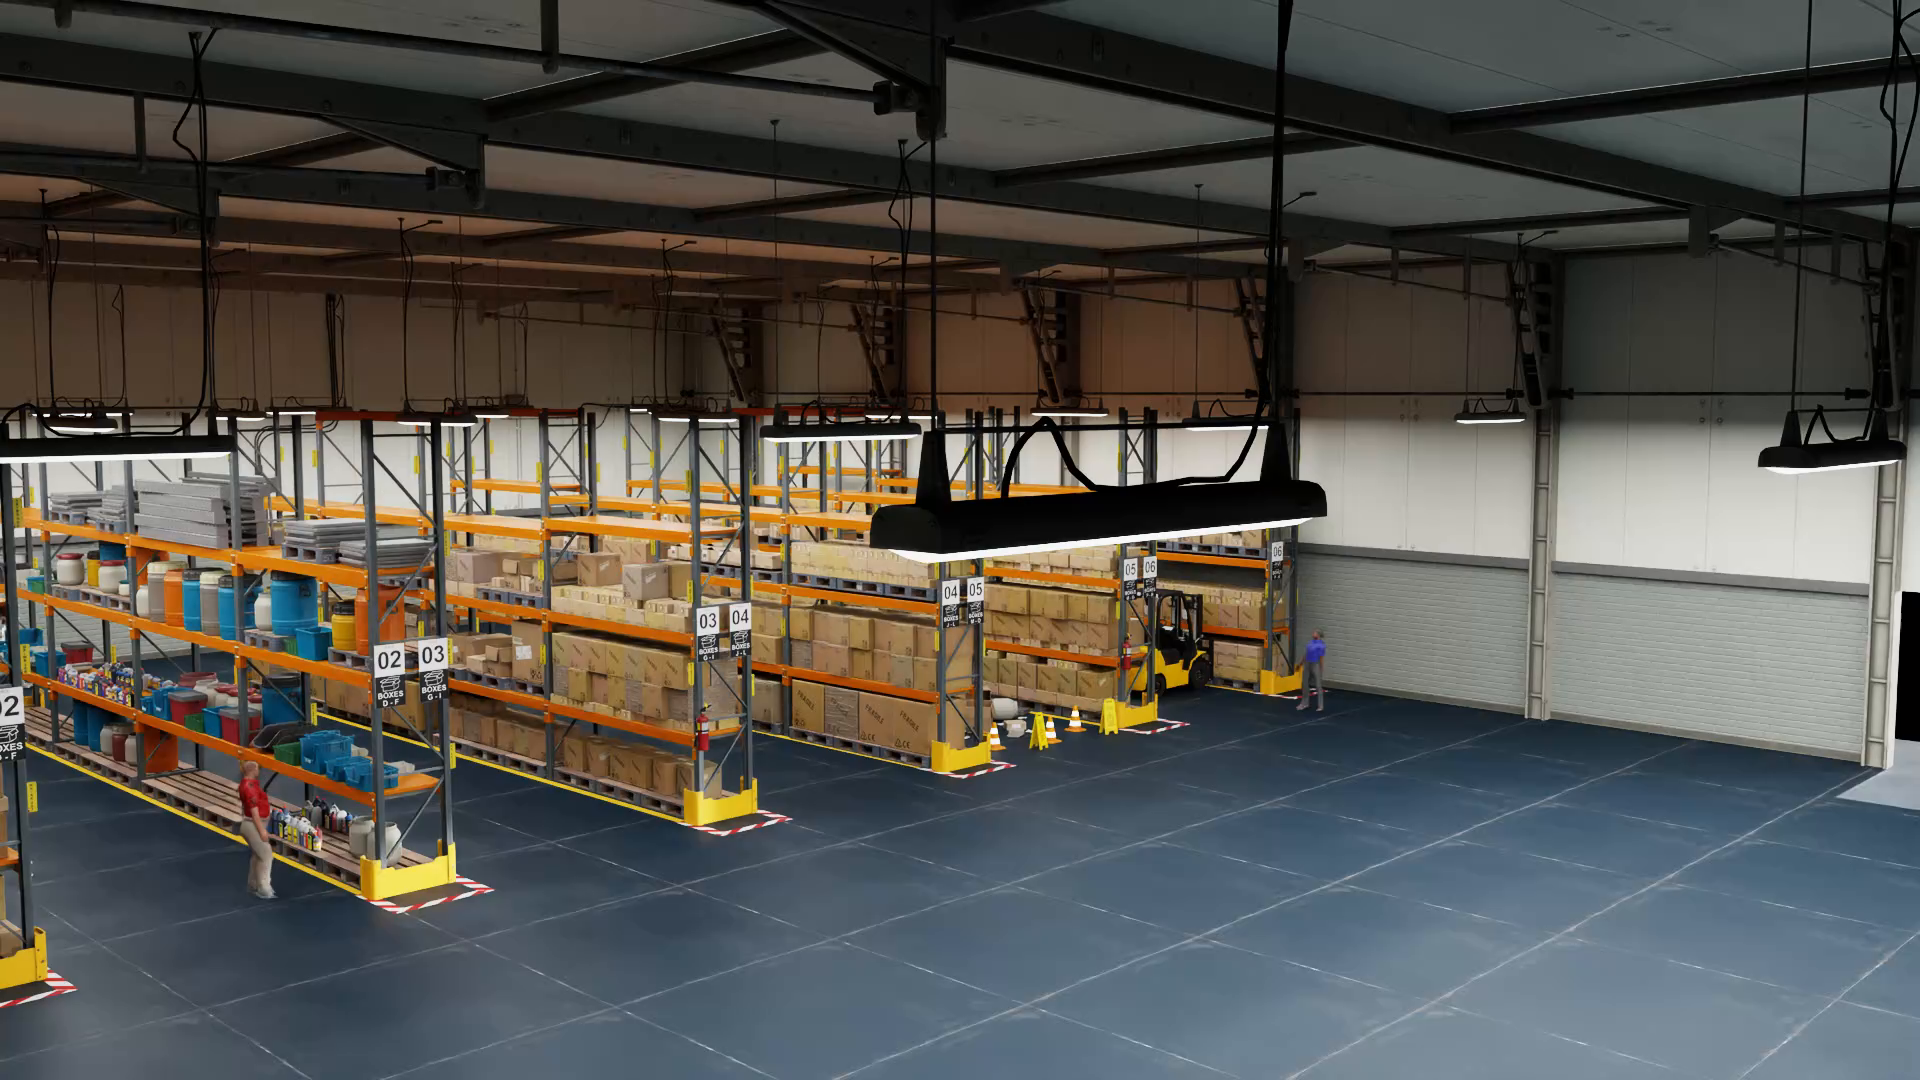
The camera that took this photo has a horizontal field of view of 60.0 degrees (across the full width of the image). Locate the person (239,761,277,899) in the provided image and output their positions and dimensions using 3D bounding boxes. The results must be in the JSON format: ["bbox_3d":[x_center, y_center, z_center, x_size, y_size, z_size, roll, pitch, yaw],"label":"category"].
[{"bbox_3d":[-8.826,3.670,20.965,0.497,1.781,0.549,-1,5,-15],"label":"person"}]

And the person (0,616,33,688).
[{"bbox_3d":[-20.269,2.381,35.363,0.960,1.635,0.532,-2,6,-25],"label":"person"}]

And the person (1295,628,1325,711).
[{"bbox_3d":[6.984,2.575,33.149,0.414,1.657,0.650,-5,7,-42],"label":"person"}]
